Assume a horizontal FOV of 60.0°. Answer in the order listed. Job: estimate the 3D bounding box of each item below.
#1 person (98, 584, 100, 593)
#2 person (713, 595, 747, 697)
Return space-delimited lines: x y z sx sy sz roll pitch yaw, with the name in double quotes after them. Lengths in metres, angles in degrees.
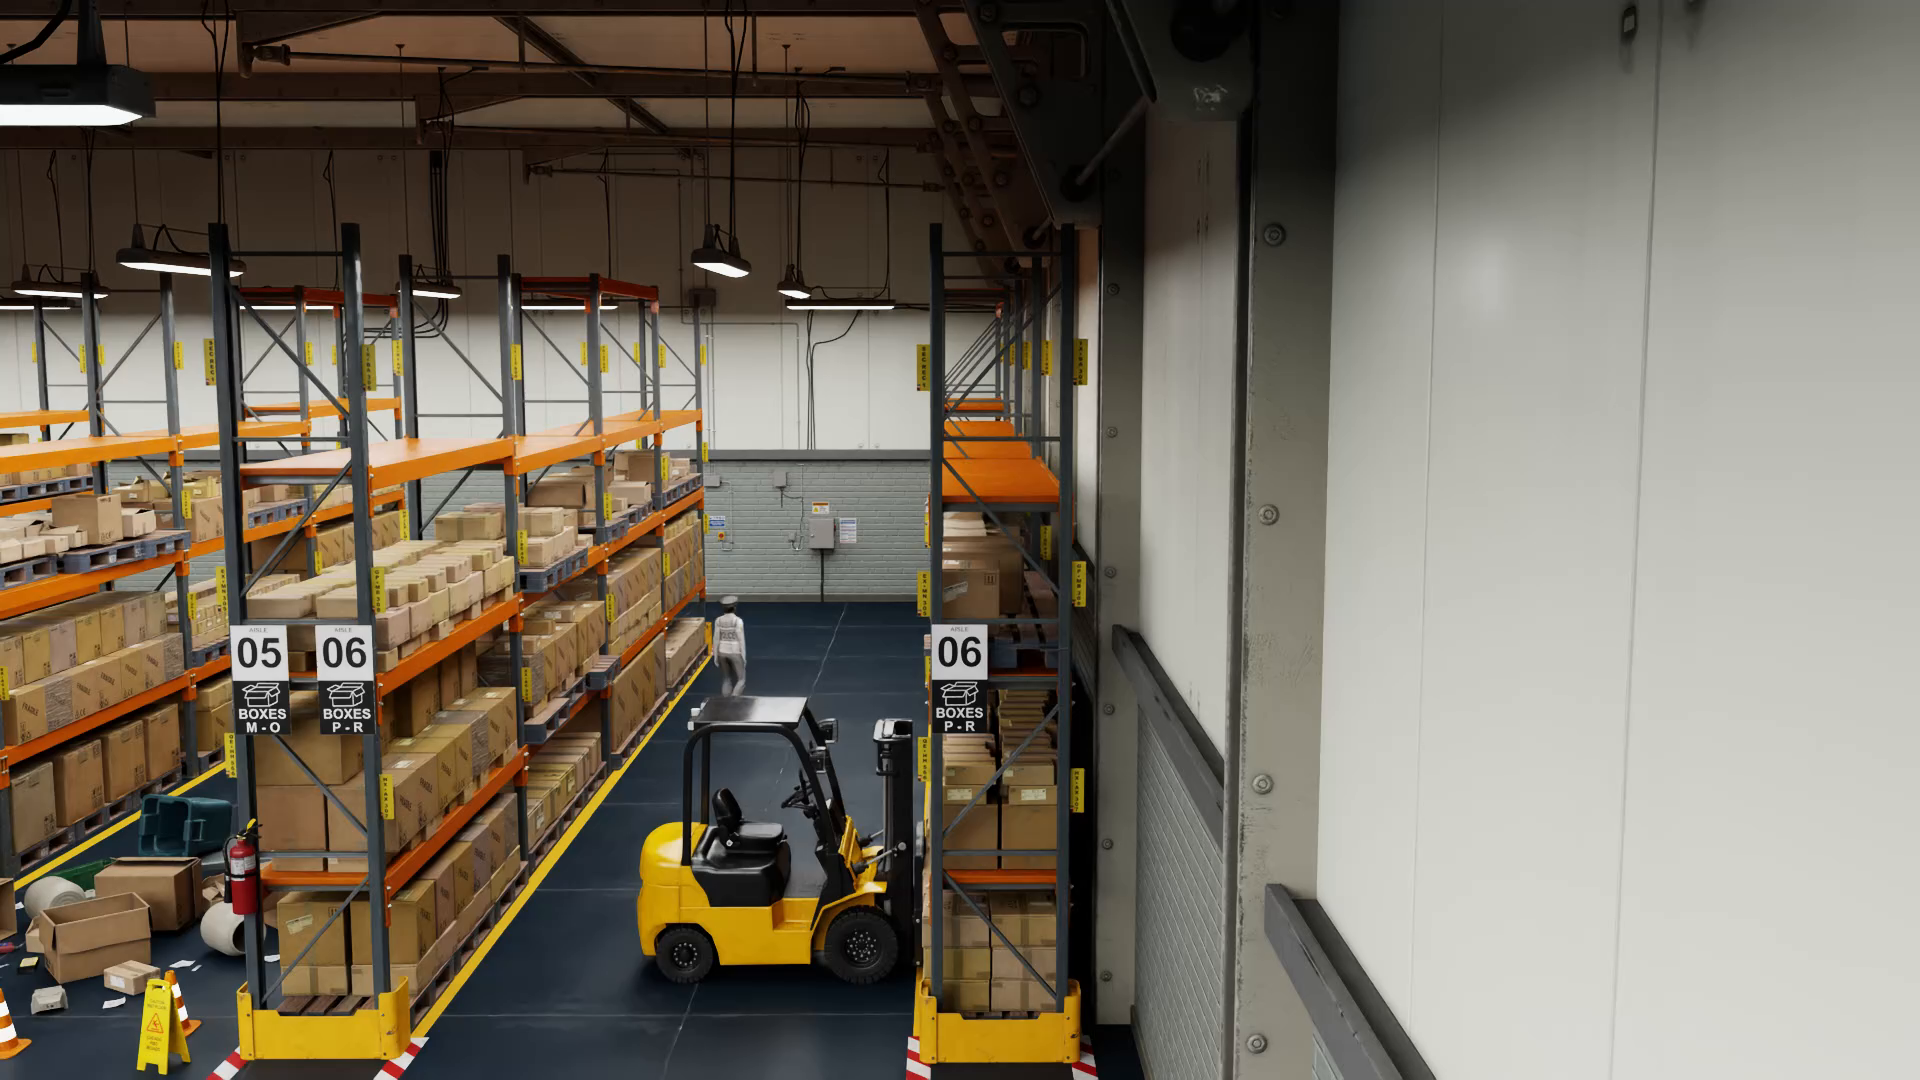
-13.120 1.377 25.606 0.565 1.588 1.022 0 7 -4 "person"
-3.238 1.625 23.286 0.521 1.680 0.485 3 7 23 "person"
